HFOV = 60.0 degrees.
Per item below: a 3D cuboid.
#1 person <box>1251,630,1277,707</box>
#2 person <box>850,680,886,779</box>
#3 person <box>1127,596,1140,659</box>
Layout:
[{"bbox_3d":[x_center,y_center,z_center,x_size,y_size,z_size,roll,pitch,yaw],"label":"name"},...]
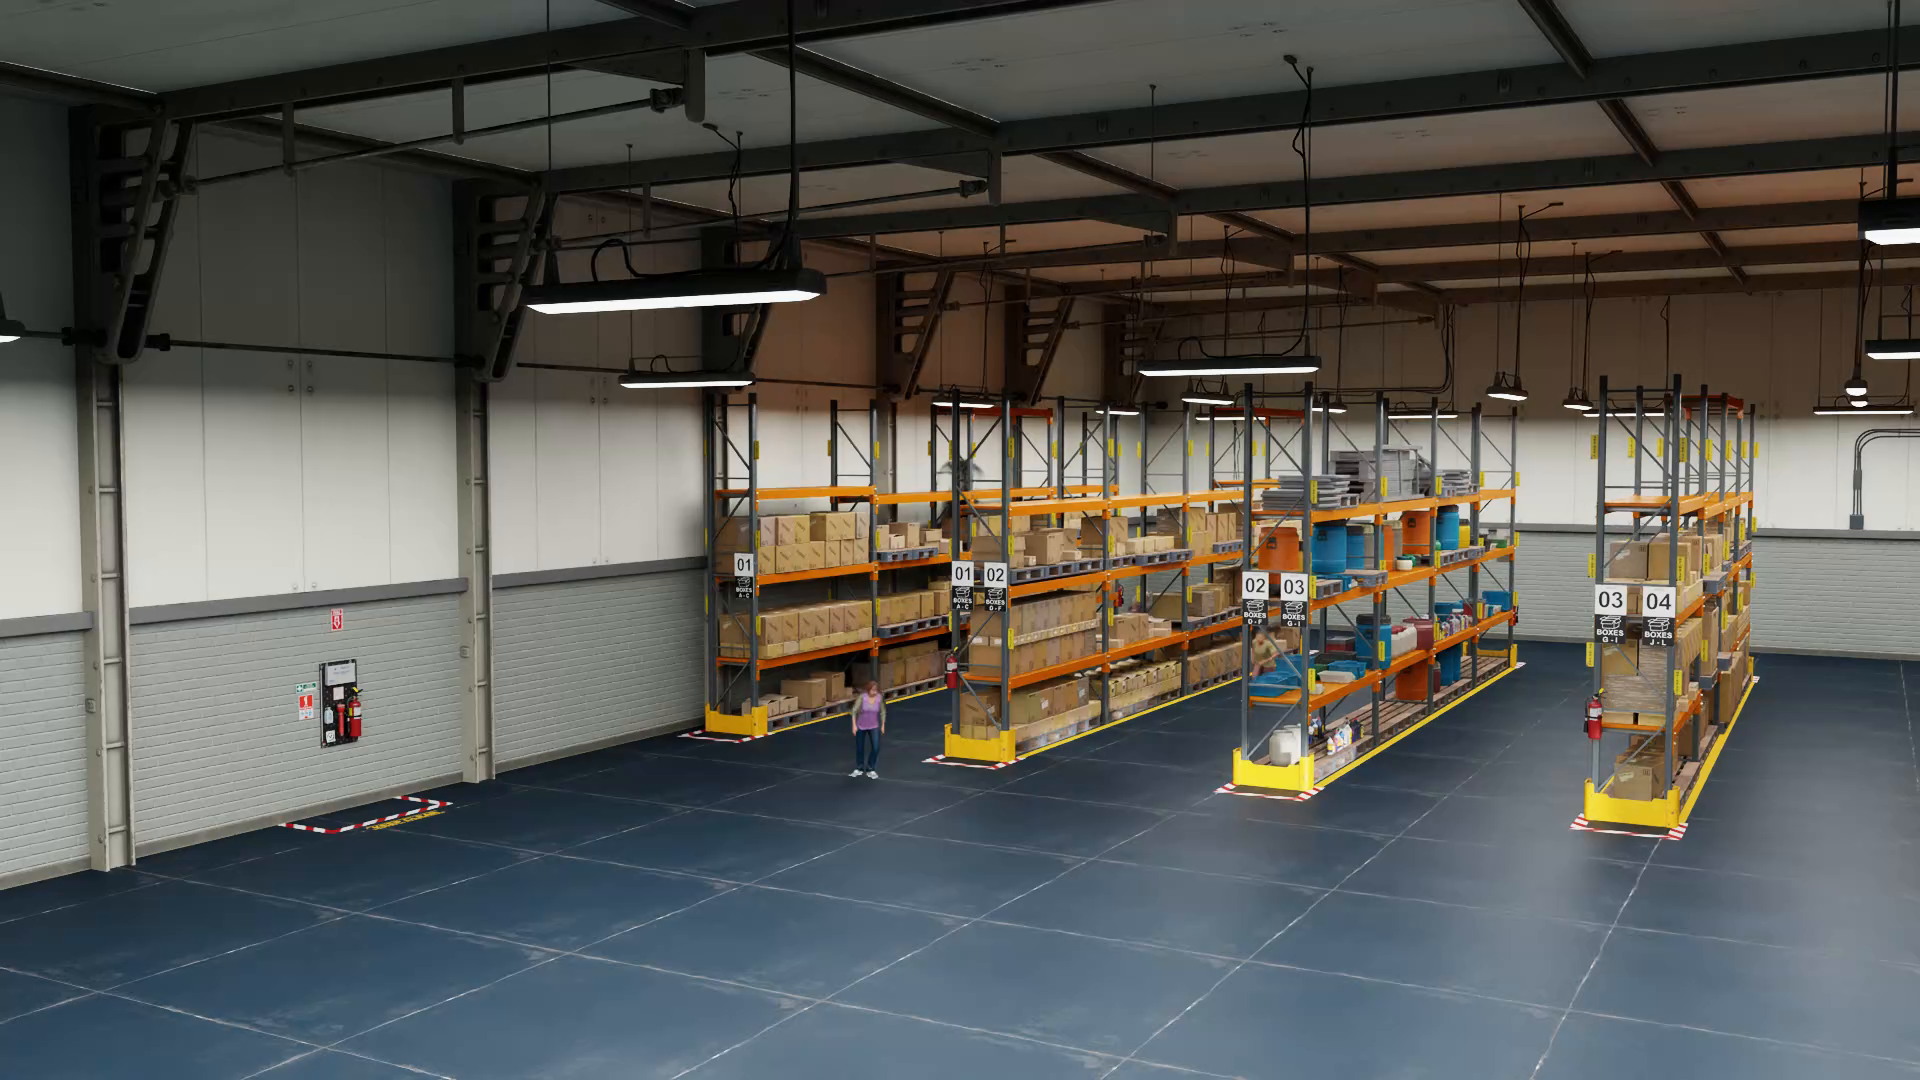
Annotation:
[{"bbox_3d":[6.055,2.497,32.850,0.571,1.488,1.036,2,4,30],"label":"person"},{"bbox_3d":[-1.397,2.900,25.375,0.539,1.483,0.599,-1,3,-10],"label":"person"},{"bbox_3d":[3.938,2.176,37.317,0.707,1.609,0.820,2,4,37],"label":"person"}]
